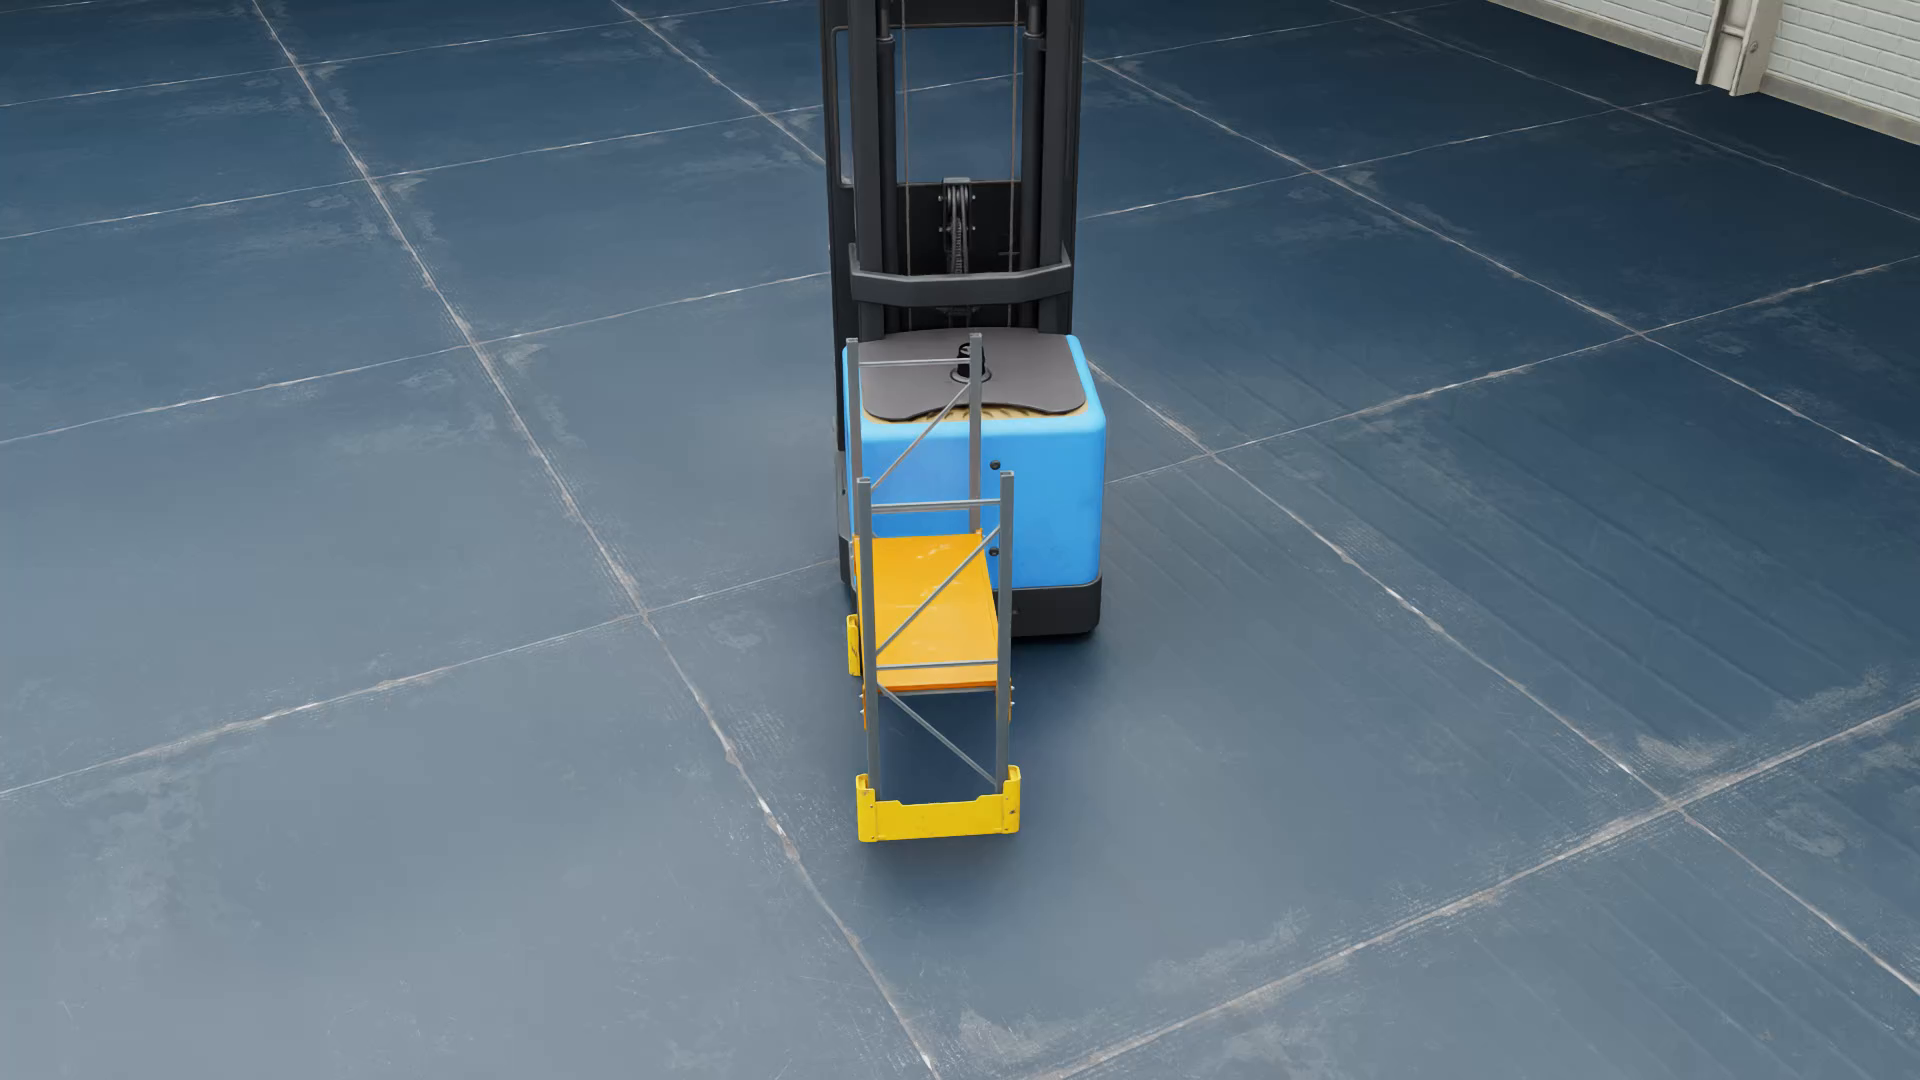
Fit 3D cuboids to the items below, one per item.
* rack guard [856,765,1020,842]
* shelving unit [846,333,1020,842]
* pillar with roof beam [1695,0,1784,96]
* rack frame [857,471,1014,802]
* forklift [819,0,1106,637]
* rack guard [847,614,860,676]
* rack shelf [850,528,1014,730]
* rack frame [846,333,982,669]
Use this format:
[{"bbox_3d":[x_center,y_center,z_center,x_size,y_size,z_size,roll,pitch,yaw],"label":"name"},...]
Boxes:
[{"bbox_3d":[-0.078,0.956,6.026,0.587,0.250,0.087,-3,33,-4],"label":"rack guard"},{"bbox_3d":[-0.123,0.162,6.107,0.587,1.500,1.083,-3,33,-4],"label":"shelving unit"},{"bbox_3d":[2.418,-6.381,9.368,9.100,9.000,0.400,-16,36,-23],"label":"pillar with roof beam"},{"bbox_3d":[-0.077,0.430,5.688,0.500,1.500,0.032,-3,33,-4],"label":"rack frame"},{"bbox_3d":[-0.058,-1.573,7.488,1.130,2.935,3.031,-3,33,-4],"label":"forklift"},{"bbox_3d":[-0.168,0.421,6.861,0.587,0.250,0.087,-3,33,-4],"label":"rack guard"},{"bbox_3d":[-0.123,0.309,6.211,0.538,0.185,1.000,-3,33,-4],"label":"rack shelf"},{"bbox_3d":[-0.169,-0.116,6.541,0.500,1.500,0.032,-3,33,-4],"label":"rack frame"}]
